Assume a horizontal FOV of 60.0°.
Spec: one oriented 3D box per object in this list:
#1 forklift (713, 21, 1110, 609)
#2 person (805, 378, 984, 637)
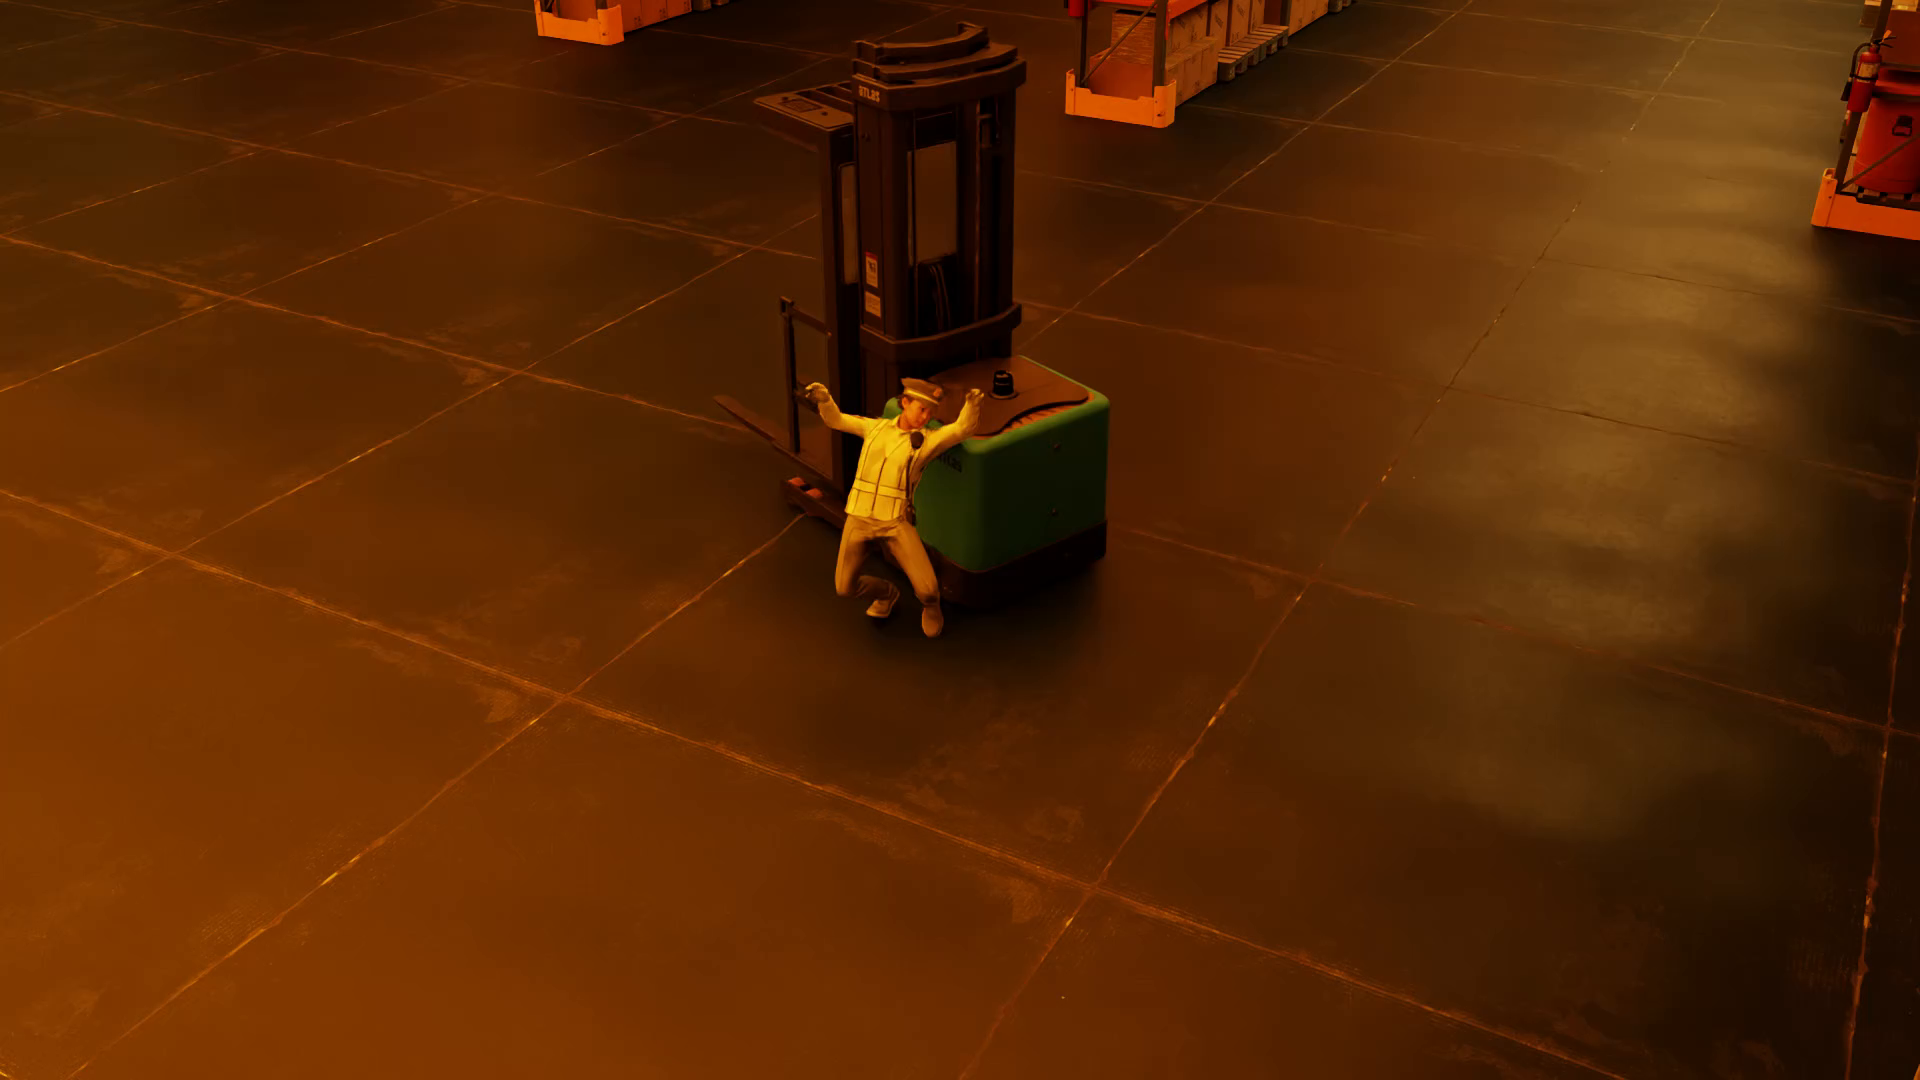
[{"bbox_3d":[-0.461,-1.556,9.766,1.130,2.935,3.031,-22,37,-33],"label":"forklift"},{"bbox_3d":[-0.272,-0.198,8.817,0.880,1.536,0.760,10,31,16],"label":"person"}]
